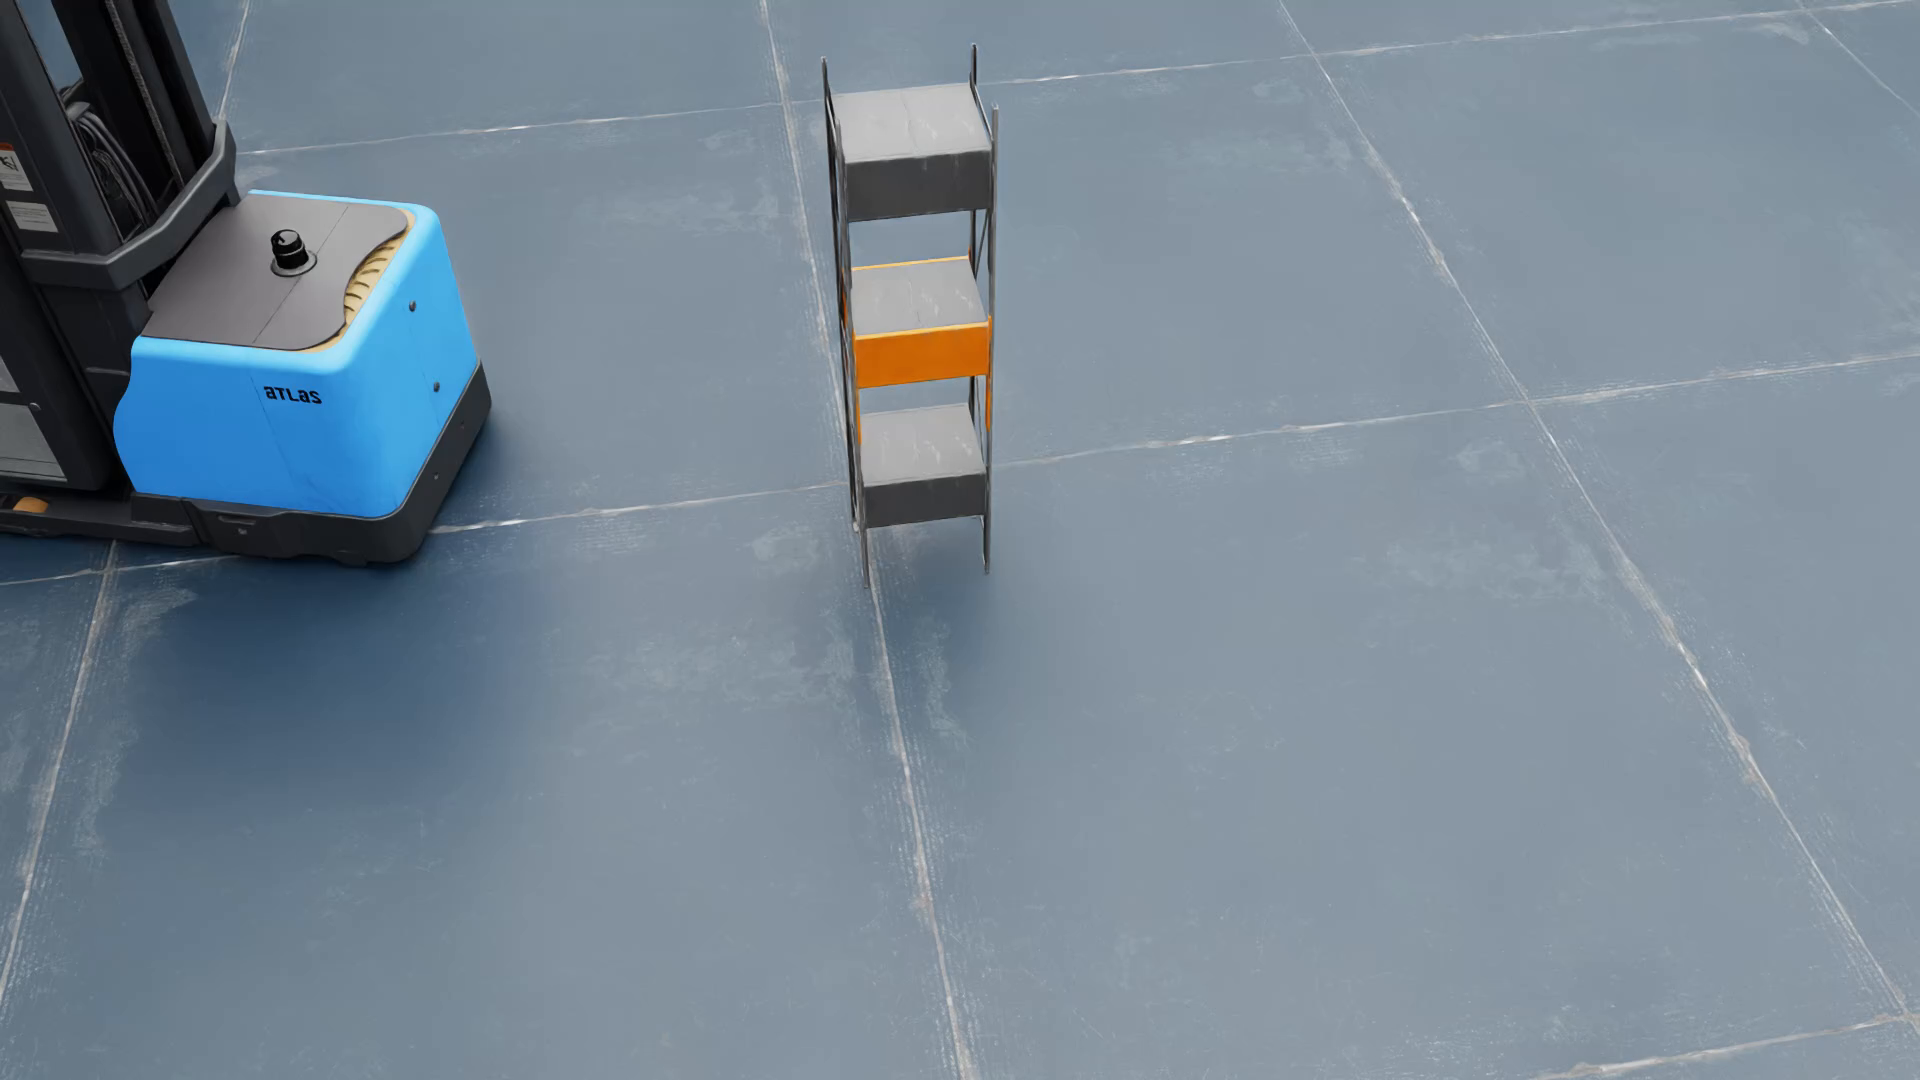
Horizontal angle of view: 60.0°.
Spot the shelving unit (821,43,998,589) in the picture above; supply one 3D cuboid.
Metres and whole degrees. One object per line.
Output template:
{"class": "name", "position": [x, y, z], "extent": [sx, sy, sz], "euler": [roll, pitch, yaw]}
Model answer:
{"class": "shelving unit", "position": [-0.163, -0.708, 5.974], "extent": [0.503, 2.100, 0.431], "euler": [-7, 46, -7]}

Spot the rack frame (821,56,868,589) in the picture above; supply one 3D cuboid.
{"class": "rack frame", "position": [-0.404, -0.678, 5.945], "extent": [0.015, 2.100, 0.400], "euler": [-7, 46, -7]}

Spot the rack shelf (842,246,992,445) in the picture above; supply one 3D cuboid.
{"class": "rack shelf", "position": [-0.163, -0.699, 5.984], "extent": [0.480, 0.518, 0.431], "euler": [-7, 46, -7]}

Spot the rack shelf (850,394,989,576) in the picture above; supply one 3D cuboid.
{"class": "rack shelf", "position": [-0.163, -0.213, 6.488], "extent": [0.480, 0.518, 0.431], "euler": [-7, 46, -7]}

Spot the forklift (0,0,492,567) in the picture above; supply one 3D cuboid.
{"class": "forklift", "position": [-3.591, -1.400, 6.064], "extent": [3.031, 2.935, 1.130], "euler": [6, 46, 6]}

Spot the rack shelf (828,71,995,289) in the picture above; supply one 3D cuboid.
{"class": "rack shelf", "position": [-0.163, -1.184, 5.480], "extent": [0.480, 0.518, 0.431], "euler": [-7, 46, -7]}

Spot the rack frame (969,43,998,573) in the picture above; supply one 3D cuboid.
{"class": "rack frame", "position": [0.077, -0.738, 6.003], "extent": [0.015, 2.100, 0.400], "euler": [-7, 46, -7]}
